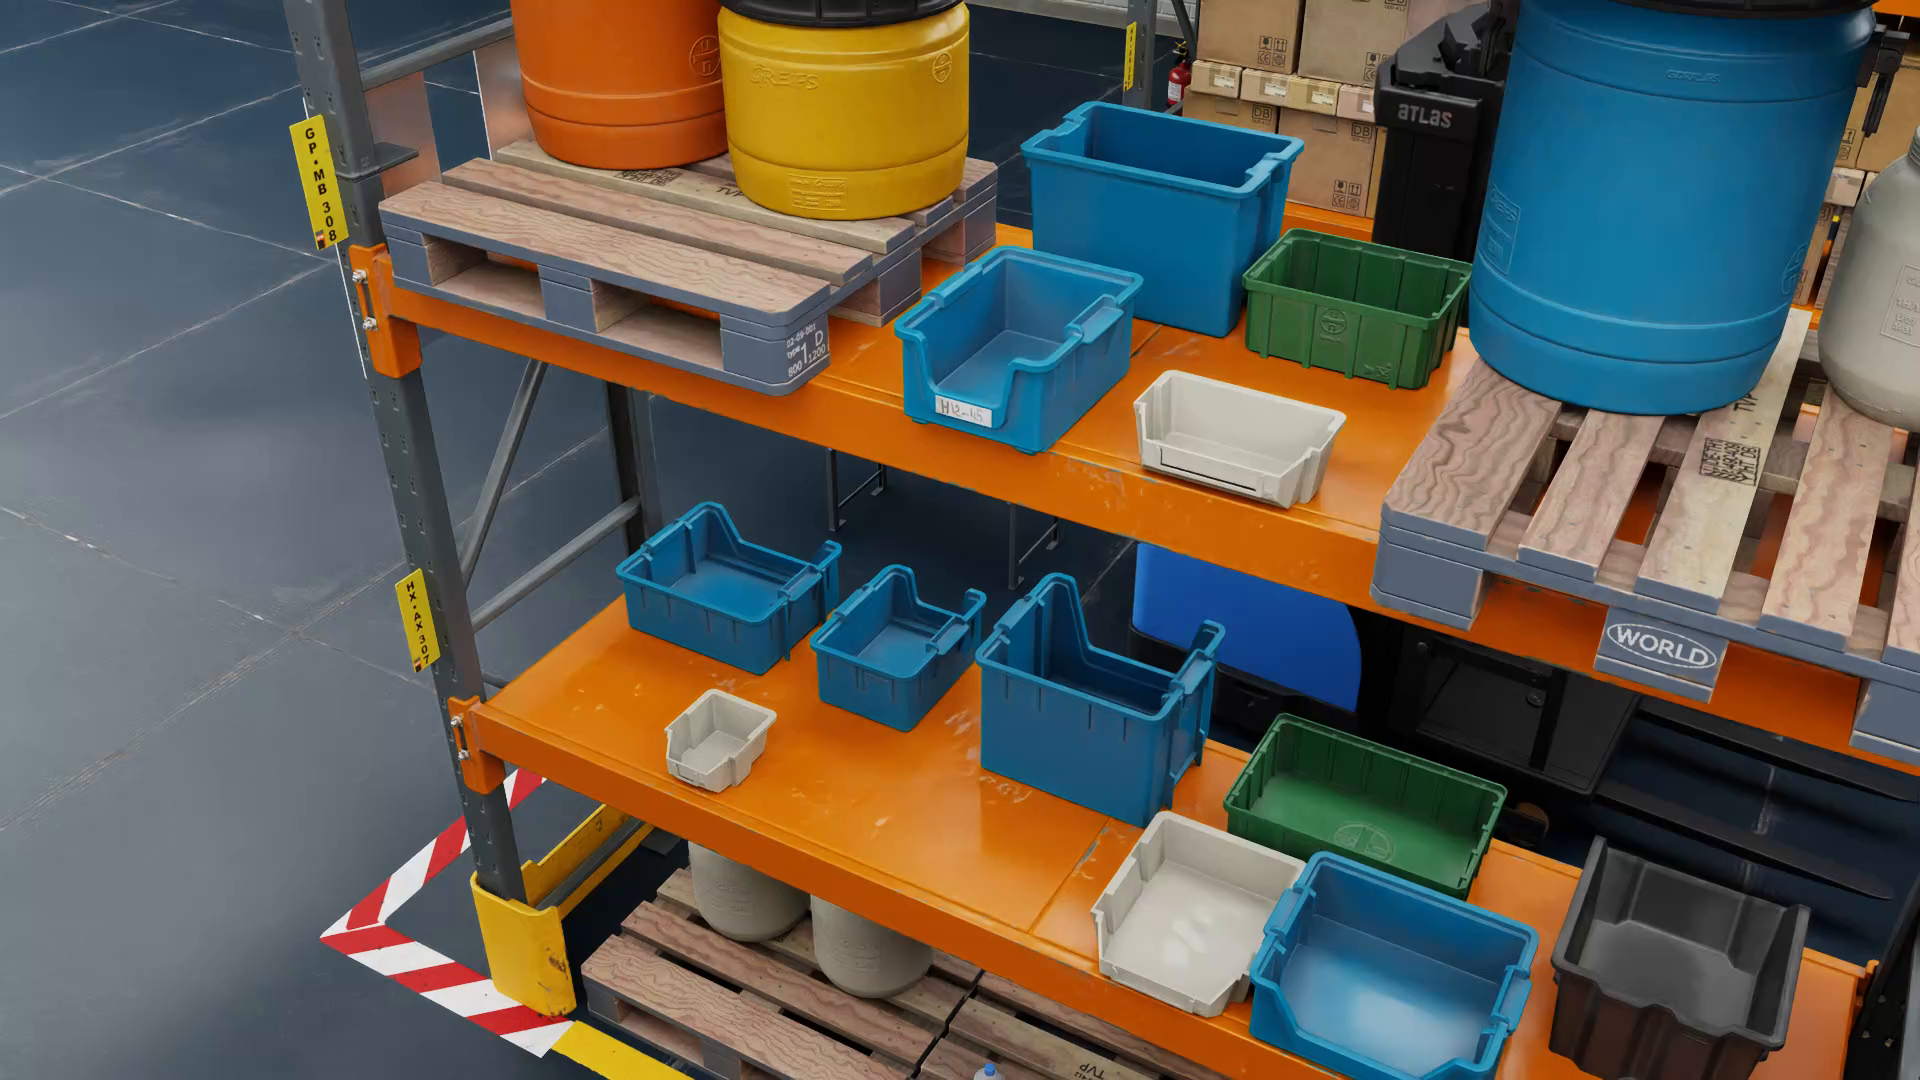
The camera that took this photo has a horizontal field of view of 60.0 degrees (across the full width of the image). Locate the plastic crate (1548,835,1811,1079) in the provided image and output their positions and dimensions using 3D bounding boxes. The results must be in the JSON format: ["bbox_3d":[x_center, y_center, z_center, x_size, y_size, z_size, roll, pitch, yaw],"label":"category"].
[{"bbox_3d":[1.752,1.014,4.077,0.504,0.338,0.767,18,37,24],"label":"plastic crate"}]

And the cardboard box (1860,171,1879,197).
[{"bbox_3d":[4.048,-1.542,7.183,0.250,0.149,0.380,17,37,23],"label":"cardboard box"}]

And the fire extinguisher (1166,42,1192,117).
[{"bbox_3d":[1.259,-2.513,9.388,0.183,0.674,0.296,18,37,24],"label":"fire extinguisher"}]

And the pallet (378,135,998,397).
[{"bbox_3d":[-0.660,-0.802,4.212,1.213,0.211,1.003,18,37,24],"label":"pallet"}]

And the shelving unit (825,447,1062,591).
[{"bbox_3d":[-0.074,-0.648,7.870,1.048,1.500,0.538,18,37,24],"label":"shelving unit"}]

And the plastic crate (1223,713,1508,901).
[{"bbox_3d":[1.105,0.772,4.575,0.662,0.188,0.450,18,37,24],"label":"plastic crate"}]

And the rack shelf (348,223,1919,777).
[{"bbox_3d":[0.407,-0.306,3.946,4.000,0.370,1.077,18,37,24],"label":"rack shelf"}]

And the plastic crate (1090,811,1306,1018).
[{"bbox_3d":[0.608,0.978,4.312,0.437,0.136,0.530,18,37,24],"label":"plastic crate"}]

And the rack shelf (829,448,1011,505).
[{"bbox_3d":[-0.074,-0.498,7.969,1.000,0.185,0.538,18,37,24],"label":"rack shelf"}]

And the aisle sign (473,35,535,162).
[{"bbox_3d":[-1.245,-1.151,4.927,0.004,0.787,0.394,18,37,24],"label":"aisle sign"}]

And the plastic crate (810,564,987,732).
[{"bbox_3d":[-0.186,0.330,5.182,0.408,0.251,0.499,18,37,24],"label":"plastic crate"}]

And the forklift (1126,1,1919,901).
[{"bbox_3d":[2.238,-0.368,6.158,3.031,2.935,1.130,20,39,27],"label":"forklift"}]

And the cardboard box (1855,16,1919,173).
[{"bbox_3d":[4.216,-1.890,7.121,0.500,0.500,0.700,18,38,25],"label":"cardboard box"}]

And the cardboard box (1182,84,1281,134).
[{"bbox_3d":[1.530,-2.196,8.752,0.500,0.500,0.700,18,37,24],"label":"cardboard box"}]

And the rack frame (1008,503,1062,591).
[{"bbox_3d":[0.367,-0.508,7.660,0.032,1.500,0.500,18,37,24],"label":"rack frame"}]

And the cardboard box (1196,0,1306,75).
[{"bbox_3d":[1.576,-2.722,8.370,0.500,0.500,0.700,18,38,25],"label":"cardboard box"}]

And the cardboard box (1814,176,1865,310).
[{"bbox_3d":[4.216,-1.350,7.481,0.500,0.500,0.700,17,37,23],"label":"cardboard box"}]

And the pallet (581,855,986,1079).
[{"bbox_3d":[-0.538,1.478,5.840,1.213,0.211,1.003,18,37,24],"label":"pallet"}]

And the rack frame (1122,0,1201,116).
[{"bbox_3d":[1.131,-2.289,8.982,0.127,3.000,1.000,18,37,24],"label":"rack frame"}]

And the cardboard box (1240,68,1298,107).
[{"bbox_3d":[1.596,-2.318,8.349,0.250,0.149,0.380,17,37,23],"label":"cardboard box"}]

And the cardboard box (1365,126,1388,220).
[{"bbox_3d":[2.417,-1.915,8.329,0.500,0.500,0.700,18,38,25],"label":"cardboard box"}]

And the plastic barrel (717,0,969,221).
[{"bbox_3d":[-0.277,-1.156,4.025,0.600,0.588,0.600,0,34,0],"label":"plastic barrel"}]

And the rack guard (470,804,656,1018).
[{"bbox_3d":[-1.240,1.132,6.099,0.348,0.500,1.175,18,37,24],"label":"rack guard"}]

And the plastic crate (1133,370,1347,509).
[{"bbox_3d":[0.549,-0.192,3.364,0.396,0.136,0.243,18,37,24],"label":"plastic crate"}]

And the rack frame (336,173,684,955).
[{"bbox_3d":[-1.330,0.093,5.404,0.127,3.000,1.000,18,37,24],"label":"rack frame"}]

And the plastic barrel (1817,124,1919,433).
[{"bbox_3d":[1.867,-0.489,3.093,0.421,0.512,0.421,0,34,0],"label":"plastic barrel"}]

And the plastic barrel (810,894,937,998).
[{"bbox_3d":[-0.285,1.236,5.553,0.421,0.512,0.421,0,34,0],"label":"plastic barrel"}]

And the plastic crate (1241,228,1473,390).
[{"bbox_3d":[0.908,-0.532,3.827,0.450,0.188,0.336,18,37,24],"label":"plastic crate"}]

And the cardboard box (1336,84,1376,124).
[{"bbox_3d":[2.030,-2.178,8.139,0.250,0.149,0.380,17,37,24],"label":"cardboard box"}]

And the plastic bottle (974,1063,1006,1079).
[{"bbox_3d":[0.090,1.694,5.064,0.097,0.271,0.097,0,34,0],"label":"plastic bottle"}]

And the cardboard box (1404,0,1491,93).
[{"bbox_3d":[2.474,-2.442,7.950,0.500,0.500,0.700,18,38,25],"label":"cardboard box"}]

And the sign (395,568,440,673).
[{"bbox_3d":[-1.607,0.242,4.931,0.005,0.325,0.100,18,37,24],"label":"sign"}]
